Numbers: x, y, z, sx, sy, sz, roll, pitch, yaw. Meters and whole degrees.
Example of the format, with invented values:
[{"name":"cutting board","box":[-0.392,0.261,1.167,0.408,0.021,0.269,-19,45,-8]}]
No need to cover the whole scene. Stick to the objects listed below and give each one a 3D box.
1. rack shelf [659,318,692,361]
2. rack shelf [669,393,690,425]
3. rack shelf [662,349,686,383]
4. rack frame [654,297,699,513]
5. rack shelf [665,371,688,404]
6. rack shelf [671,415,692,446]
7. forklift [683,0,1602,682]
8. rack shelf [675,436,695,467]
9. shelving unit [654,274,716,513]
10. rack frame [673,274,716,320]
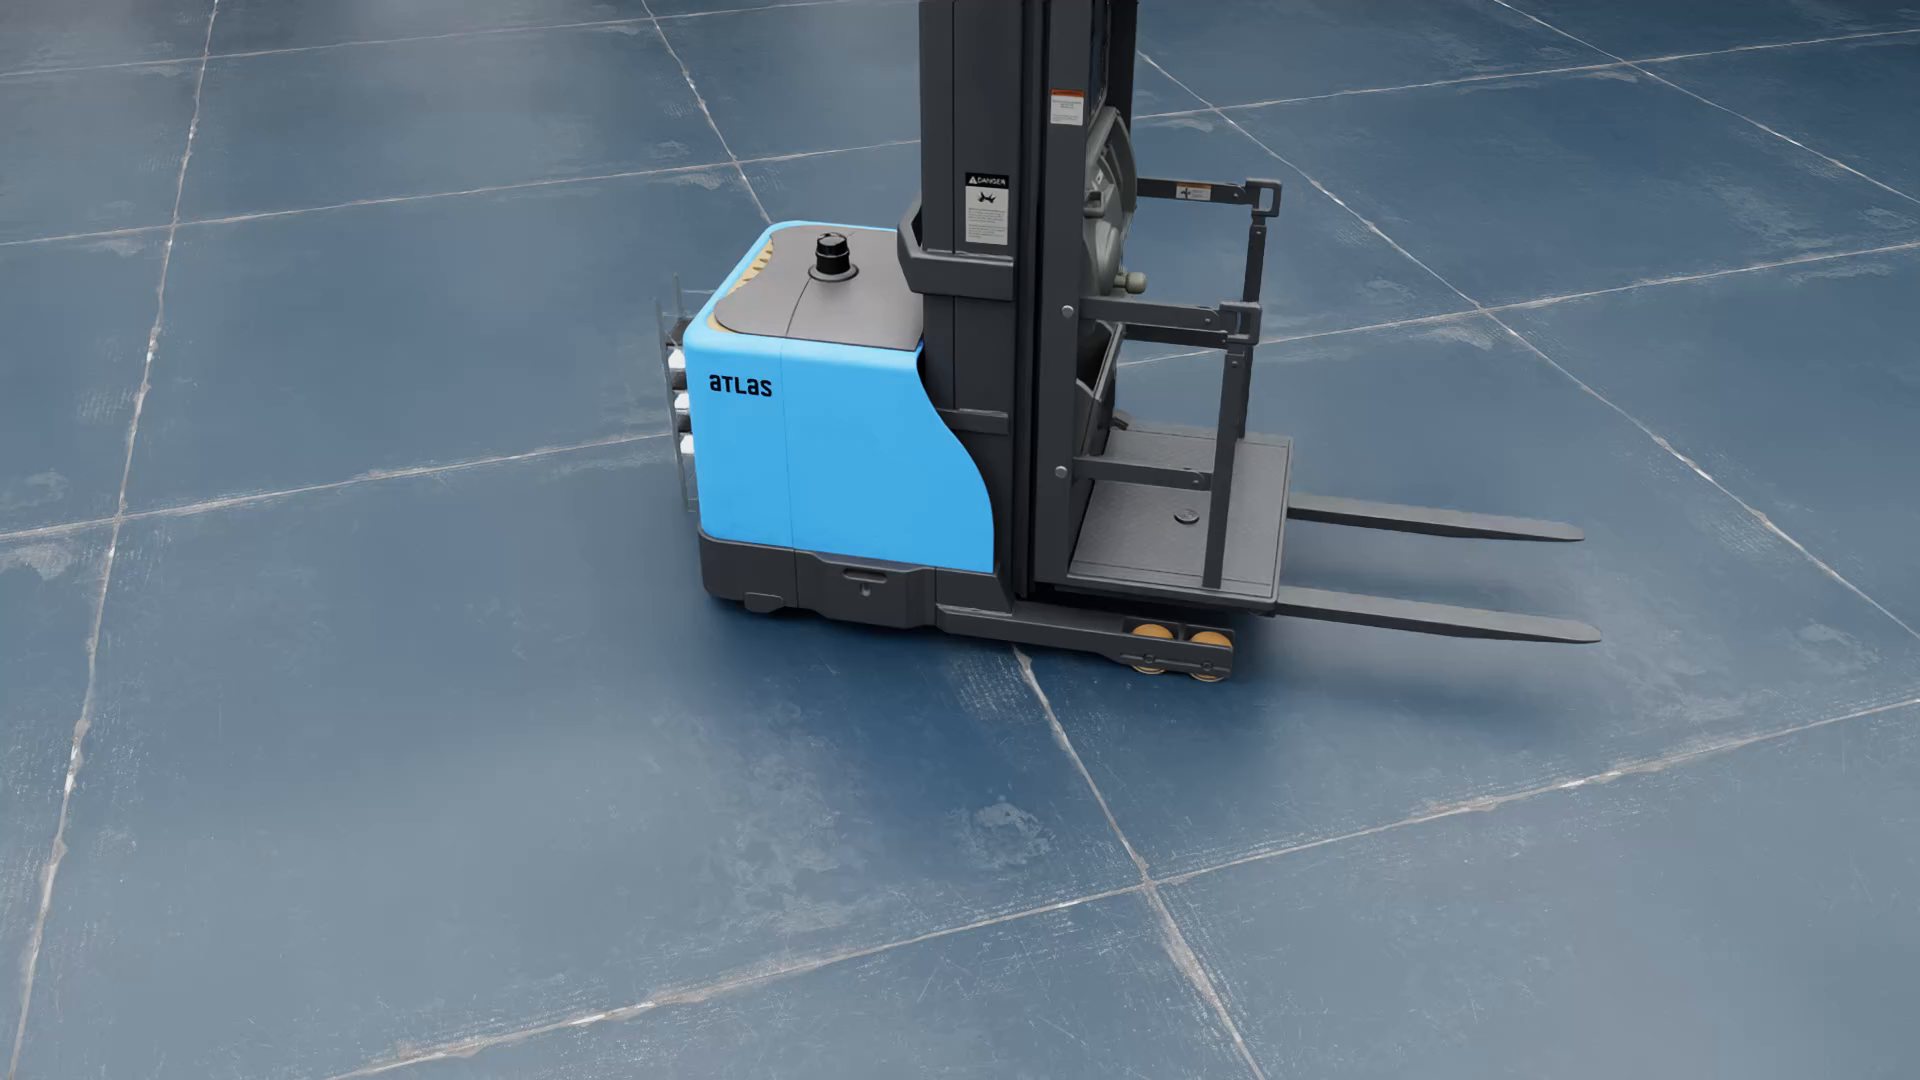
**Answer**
[{"name":"rack shelf","box":[-0.946,-0.730,6.101,0.258,0.077,0.200,5,34,10]},{"name":"rack shelf","box":[-0.938,-0.503,6.248,0.258,0.077,0.200,5,34,10]},{"name":"rack shelf","box":[-0.944,-0.654,6.150,0.258,0.077,0.200,5,34,10]},{"name":"rack frame","box":[-0.959,-0.476,6.147,0.240,0.900,0.006,5,34,10]},{"name":"rack shelf","box":[-0.941,-0.579,6.199,0.258,0.077,0.200,5,34,10]},{"name":"rack shelf","box":[-0.935,-0.428,6.297,0.258,0.077,0.200,5,34,10]},{"name":"forklift","box":[0.662,-1.073,5.215,3.031,2.935,1.130,7,34,10]},{"name":"rack shelf","box":[-0.933,-0.353,6.346,0.258,0.077,0.200,5,34,10]},{"name":"shelving unit","box":[-0.939,-0.531,6.230,0.258,0.900,0.210,5,34,10]},{"name":"rack frame","box":[-0.919,-0.586,6.313,0.240,0.900,0.006,5,34,10]}]
